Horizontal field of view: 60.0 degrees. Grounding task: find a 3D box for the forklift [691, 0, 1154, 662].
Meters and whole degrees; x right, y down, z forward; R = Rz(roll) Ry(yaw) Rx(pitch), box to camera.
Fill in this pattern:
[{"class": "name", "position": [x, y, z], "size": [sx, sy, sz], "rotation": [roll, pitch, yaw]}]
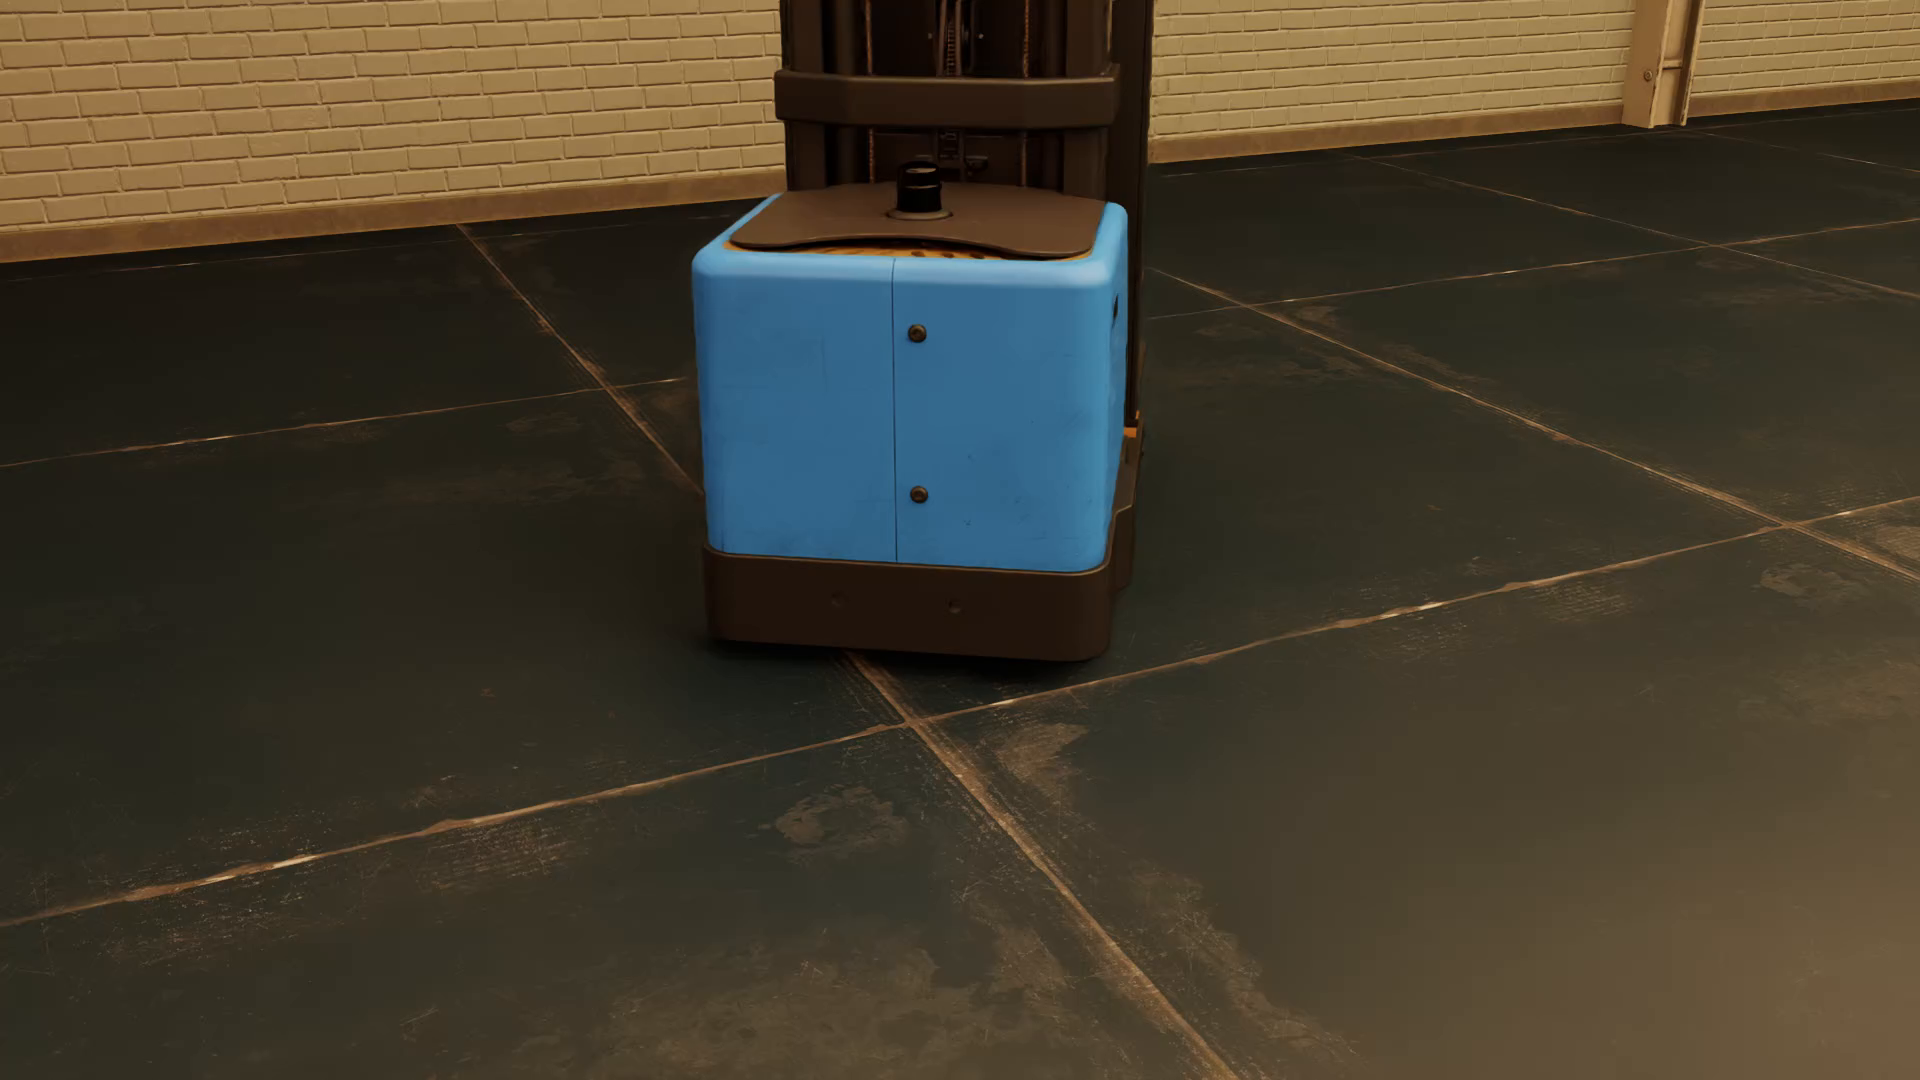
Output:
[{"class": "forklift", "position": [0.052, -1.578, 5.085], "size": [1.130, 2.935, 3.031], "rotation": [3, 23, 7]}]
